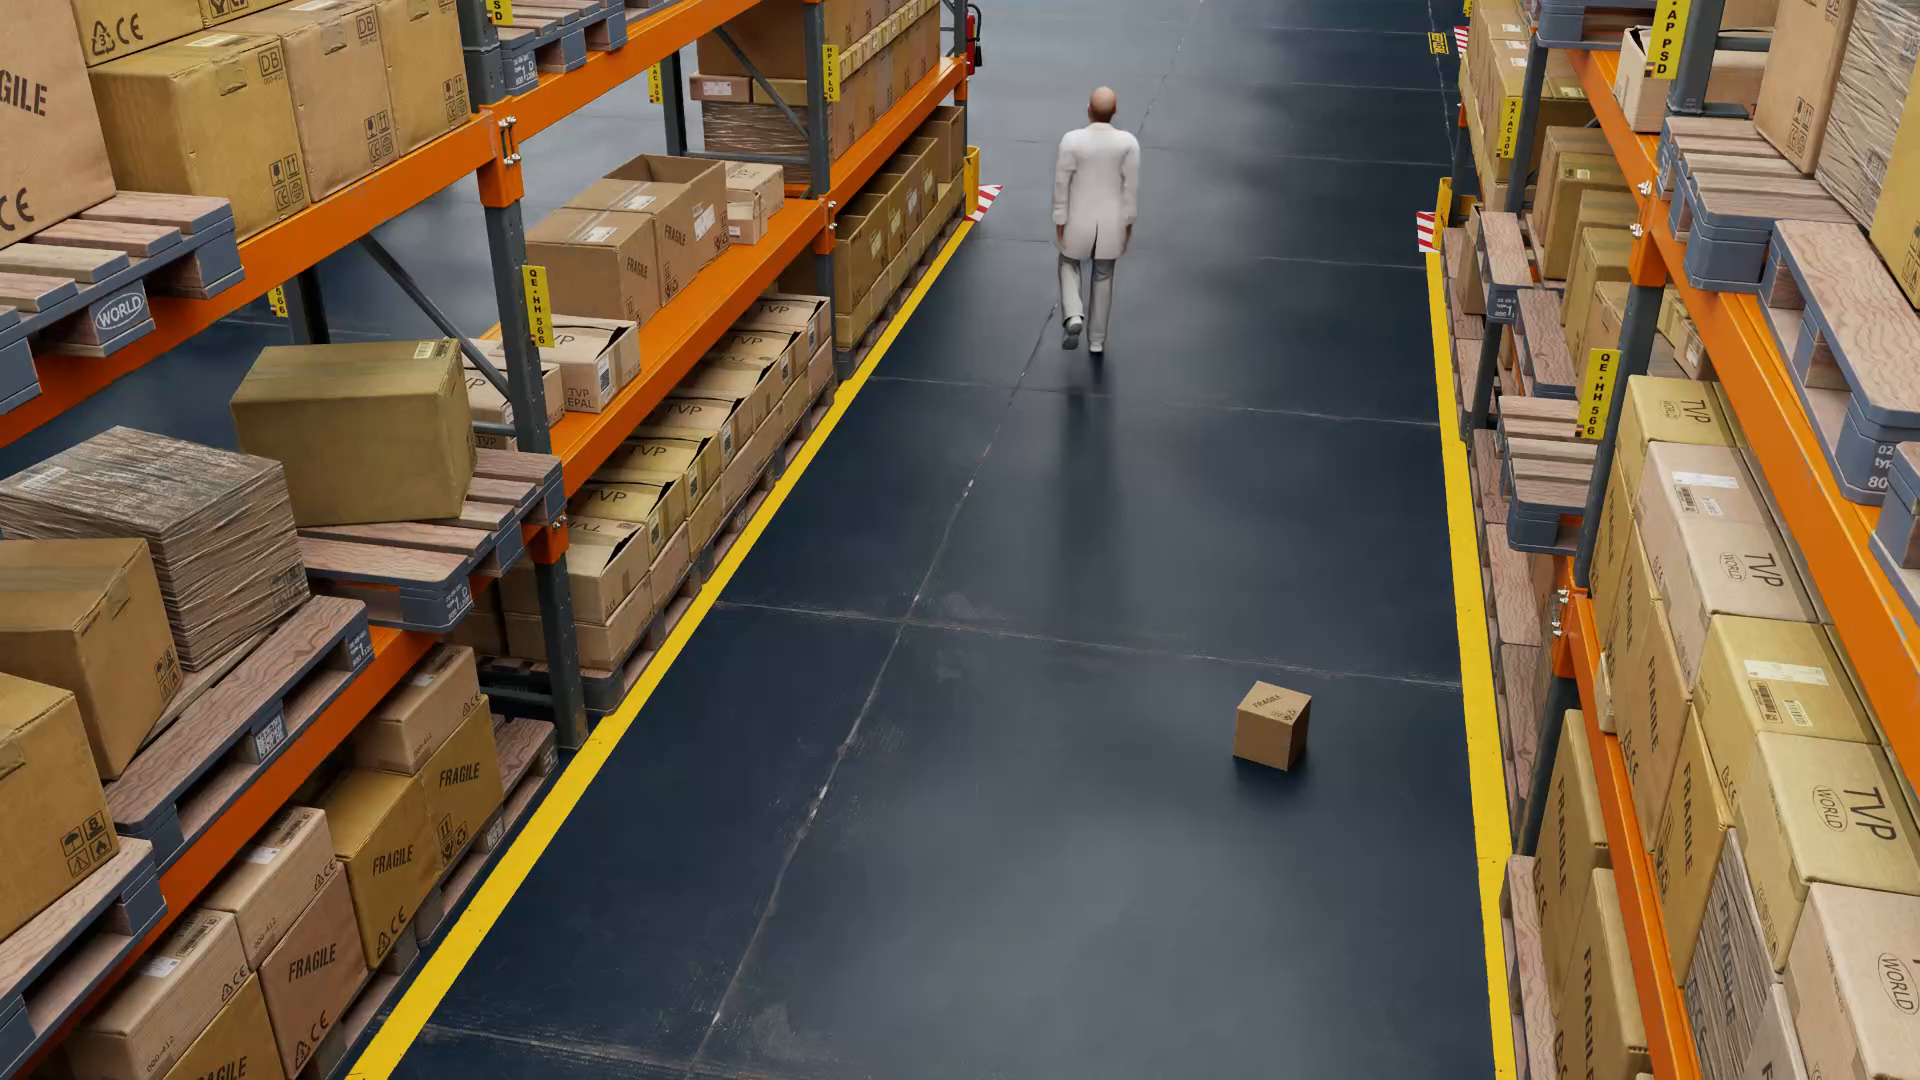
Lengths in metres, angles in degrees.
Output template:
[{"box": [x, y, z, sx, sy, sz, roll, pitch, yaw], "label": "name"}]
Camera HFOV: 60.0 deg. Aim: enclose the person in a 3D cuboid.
[{"box": [0.887, -2.097, 10.969, 0.569, 1.777, 0.541, 1, 28, 2], "label": "person"}]
